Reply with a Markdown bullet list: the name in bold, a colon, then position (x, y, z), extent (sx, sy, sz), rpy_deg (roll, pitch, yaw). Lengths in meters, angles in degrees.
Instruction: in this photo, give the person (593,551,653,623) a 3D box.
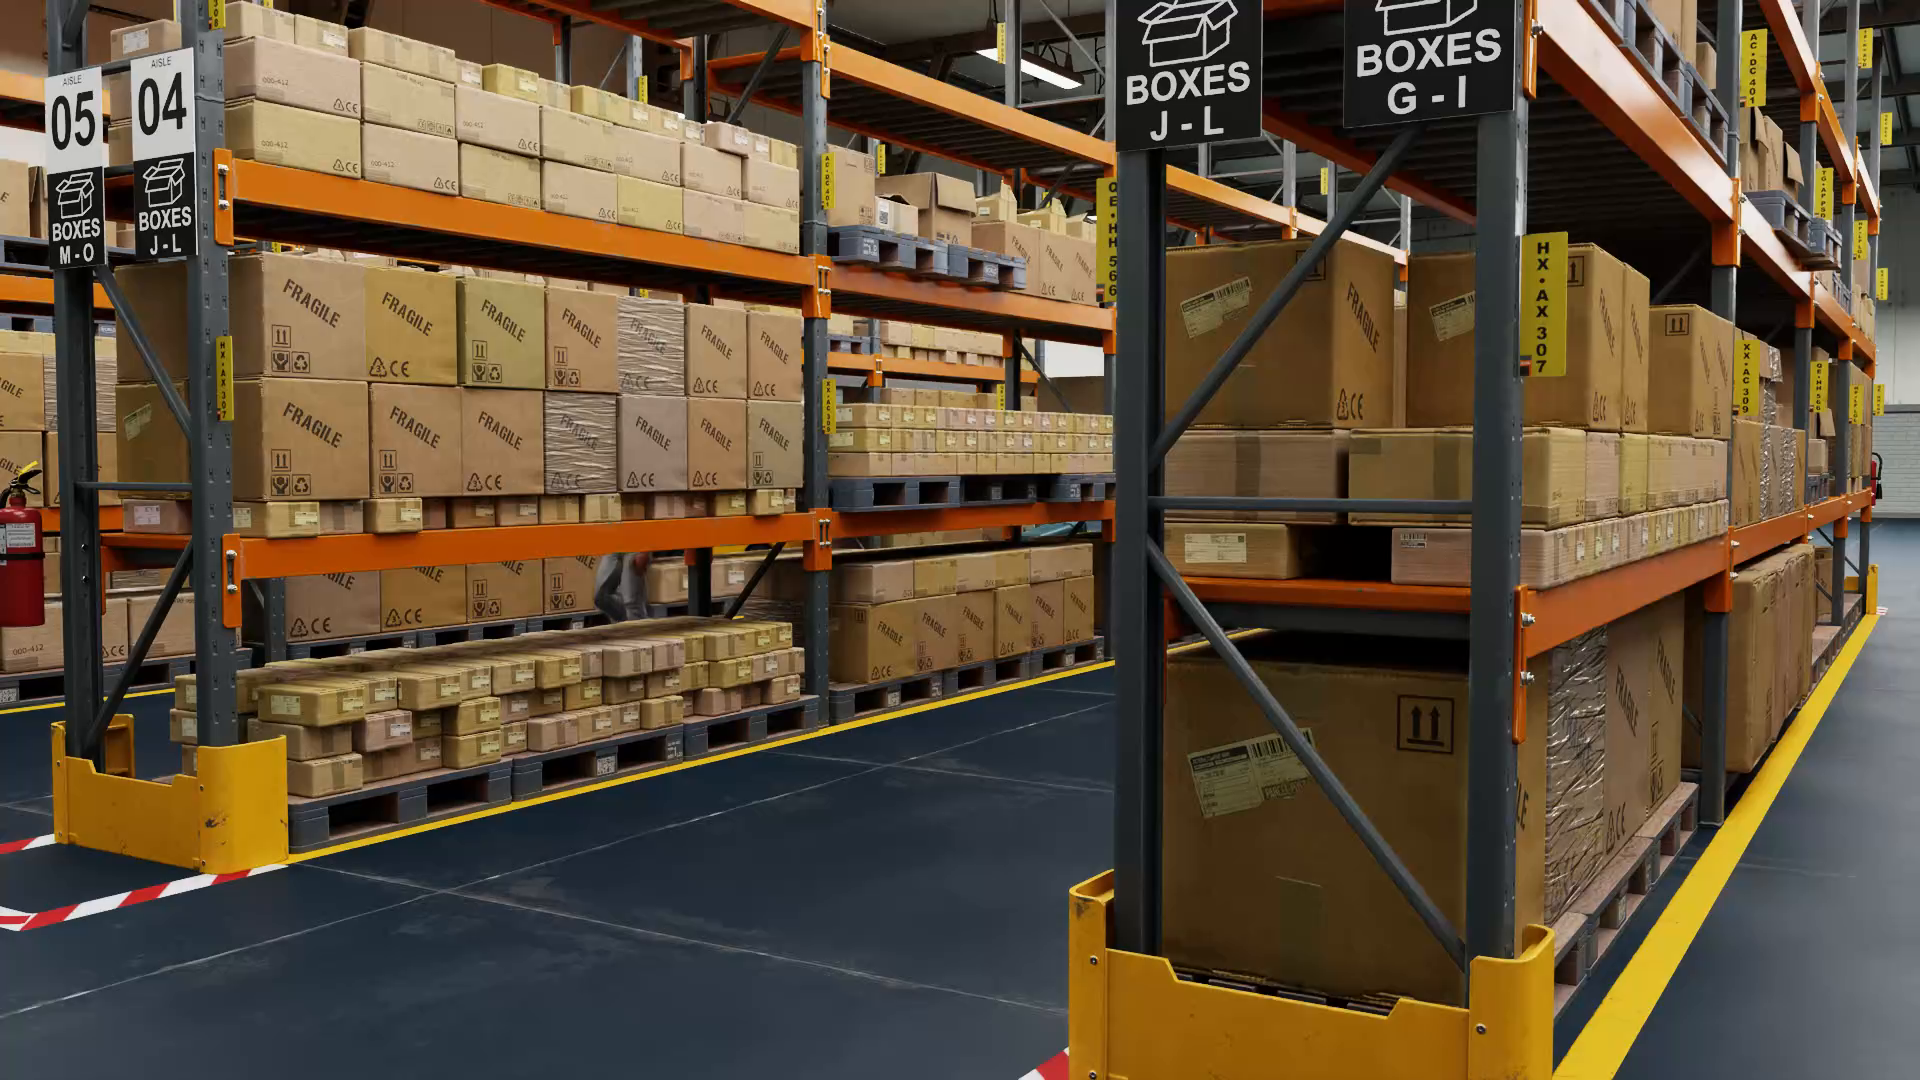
- **person**: position (-2.570, 0.087, 12.944), extent (0.564, 1.758, 0.501), rpy_deg (2, 4, 40)
